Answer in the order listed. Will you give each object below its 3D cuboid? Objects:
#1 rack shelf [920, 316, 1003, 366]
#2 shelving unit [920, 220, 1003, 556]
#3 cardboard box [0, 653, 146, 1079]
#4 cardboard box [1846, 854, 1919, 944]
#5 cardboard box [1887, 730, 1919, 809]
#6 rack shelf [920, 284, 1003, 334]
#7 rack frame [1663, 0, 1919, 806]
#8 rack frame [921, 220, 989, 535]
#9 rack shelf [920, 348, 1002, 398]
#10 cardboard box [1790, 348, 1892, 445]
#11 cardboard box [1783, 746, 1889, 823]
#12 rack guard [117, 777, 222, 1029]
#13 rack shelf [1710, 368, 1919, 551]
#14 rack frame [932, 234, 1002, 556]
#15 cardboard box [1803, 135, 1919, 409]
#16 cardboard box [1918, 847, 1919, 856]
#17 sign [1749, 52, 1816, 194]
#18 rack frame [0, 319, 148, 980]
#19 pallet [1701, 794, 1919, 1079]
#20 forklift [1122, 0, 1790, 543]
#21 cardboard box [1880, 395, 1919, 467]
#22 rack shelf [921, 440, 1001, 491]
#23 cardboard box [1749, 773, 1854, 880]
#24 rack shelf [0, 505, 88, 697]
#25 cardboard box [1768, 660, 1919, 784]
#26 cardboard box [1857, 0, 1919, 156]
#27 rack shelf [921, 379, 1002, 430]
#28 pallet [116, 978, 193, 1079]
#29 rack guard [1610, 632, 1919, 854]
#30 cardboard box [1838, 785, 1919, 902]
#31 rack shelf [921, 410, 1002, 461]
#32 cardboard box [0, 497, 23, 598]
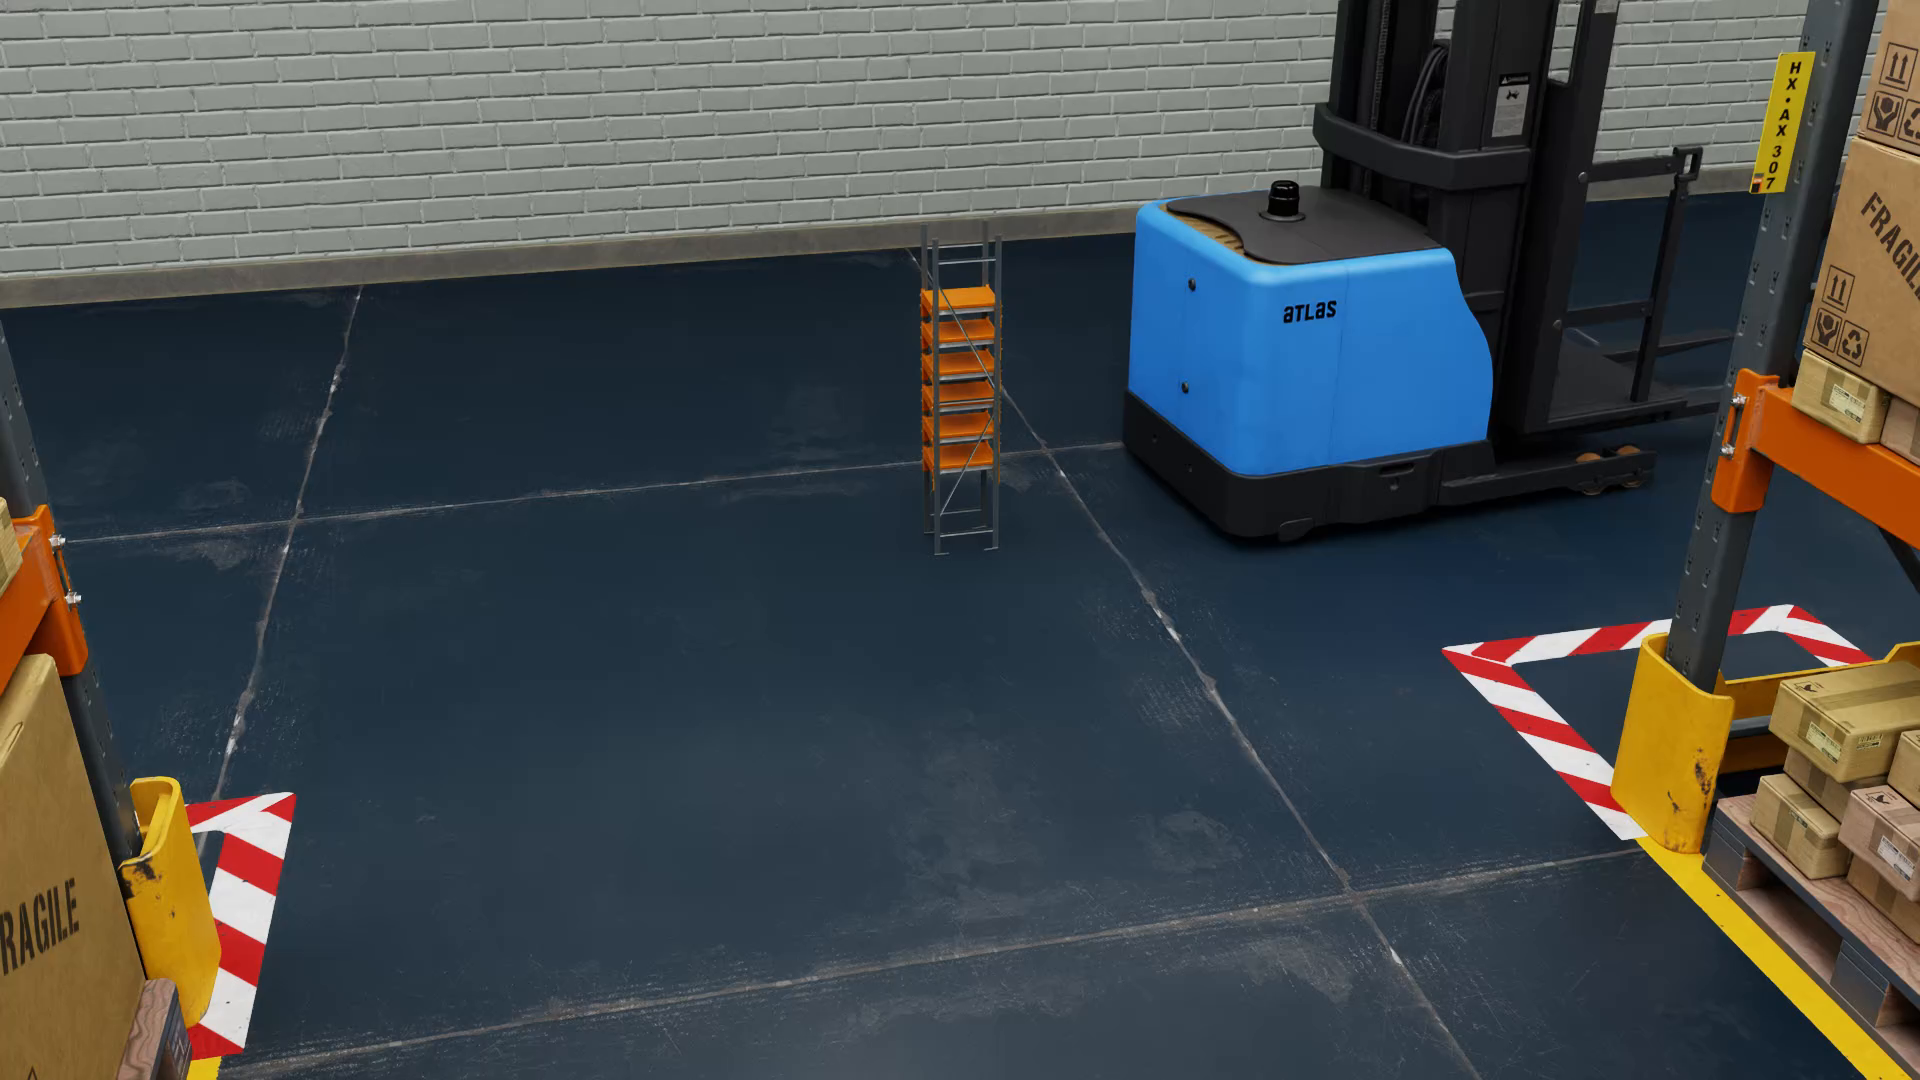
[{"bbox_3d":[0.003,-0.704,5.879,0.258,0.103,0.180,-6,27,-12],"label":"rack shelf"},{"bbox_3d":[0.003,-0.529,5.967,0.258,1.200,0.189,-6,27,-12],"label":"shelving unit"},{"bbox_3d":[-2.179,0.851,3.126,0.875,0.875,0.875,-6,27,-12],"label":"cardboard box"},{"bbox_3d":[2.399,0.812,4.009,0.380,0.149,0.250,-6,27,-12],"label":"cardboard box"},{"bbox_3d":[2.420,0.551,3.867,0.380,0.149,0.250,-5,27,-11],"label":"cardboard box"},{"bbox_3d":[0.003,-0.811,5.825,0.258,0.103,0.180,-6,27,-12],"label":"rack shelf"},{"bbox_3d":[2.454,-0.642,4.193,1.000,3.000,0.127,-6,27,-12],"label":"rack frame"},{"bbox_3d":[-0.017,-0.569,6.047,0.240,1.200,0.006,-6,27,-12],"label":"rack frame"},{"bbox_3d":[0.003,-0.597,5.933,0.258,0.103,0.180,-6,27,-12],"label":"rack shelf"},{"bbox_3d":[2.207,-0.354,3.902,0.380,0.149,0.250,-6,27,-12],"label":"cardboard box"},{"bbox_3d":[2.322,0.567,4.166,0.380,0.149,0.250,-5,27,-9],"label":"cardboard box"},{"bbox_3d":[-2.407,0.923,3.867,1.175,0.500,0.348,-6,27,-12],"label":"rack guard"},{"bbox_3d":[2.904,0.557,2.615,1.077,0.370,4.000,-6,27,-12],"label":"rack shelf"},{"bbox_3d":[0.024,-0.489,5.887,0.240,1.200,0.006,-6,27,-12],"label":"rack frame"},{"bbox_3d":[2.286,-0.594,3.657,0.500,0.500,0.500,-5,27,-9],"label":"cardboard box"},{"bbox_3d":[2.352,0.675,3.622,0.380,0.149,0.250,-6,27,-12],"label":"cardboard box"},{"bbox_3d":[1.925,-0.973,3.888,0.100,0.325,0.005,-6,27,-12],"label":"sign"},{"bbox_3d":[-2.401,-0.183,3.283,1.000,3.000,0.127,-6,27,-12],"label":"rack frame"},{"bbox_3d":[2.619,0.997,4.041,1.003,0.211,1.213,-6,27,-12],"label":"pallet"},{"bbox_3d":[2.245,-1.698,6.362,3.031,2.935,1.130,-9,28,-18],"label":"forklift"},{"bbox_3d":[2.305,-0.247,3.689,0.380,0.149,0.250,-5,27,-10],"label":"cardboard box"},{"bbox_3d":[0.003,-0.275,6.095,0.258,0.103,0.180,-6,27,-12],"label":"rack shelf"},{"bbox_3d":[2.260,0.706,4.220,0.380,0.149,0.250,-5,27,-11],"label":"cardboard box"},{"bbox_3d":[-1.951,1.017,1.705,1.077,0.370,4.000,-6,27,-12],"label":"rack shelf"},{"bbox_3d":[2.241,0.442,4.082,0.380,0.149,0.250,-7,28,-14],"label":"cardboard box"},{"bbox_3d":[2.296,-1.042,3.434,0.500,0.500,0.500,-6,27,-12],"label":"cardboard box"},{"bbox_3d":[0.003,-0.490,5.987,0.258,0.103,0.180,-6,27,-12],"label":"rack shelf"},{"bbox_3d":[-2.145,1.405,3.231,1.003,0.211,1.213,-6,27,-12],"label":"pallet"},{"bbox_3d":[2.471,0.507,4.690,1.175,0.500,0.348,-6,27,-12],"label":"rack guard"},{"bbox_3d":[2.328,0.693,3.917,0.380,0.149,0.250,-6,27,-12],"label":"cardboard box"},{"bbox_3d":[0.003,-0.382,6.041,0.258,0.103,0.180,-6,27,-12],"label":"rack shelf"},{"bbox_3d":[-2.000,0.052,3.096,0.380,0.149,0.250,-5,27,-11],"label":"cardboard box"}]
